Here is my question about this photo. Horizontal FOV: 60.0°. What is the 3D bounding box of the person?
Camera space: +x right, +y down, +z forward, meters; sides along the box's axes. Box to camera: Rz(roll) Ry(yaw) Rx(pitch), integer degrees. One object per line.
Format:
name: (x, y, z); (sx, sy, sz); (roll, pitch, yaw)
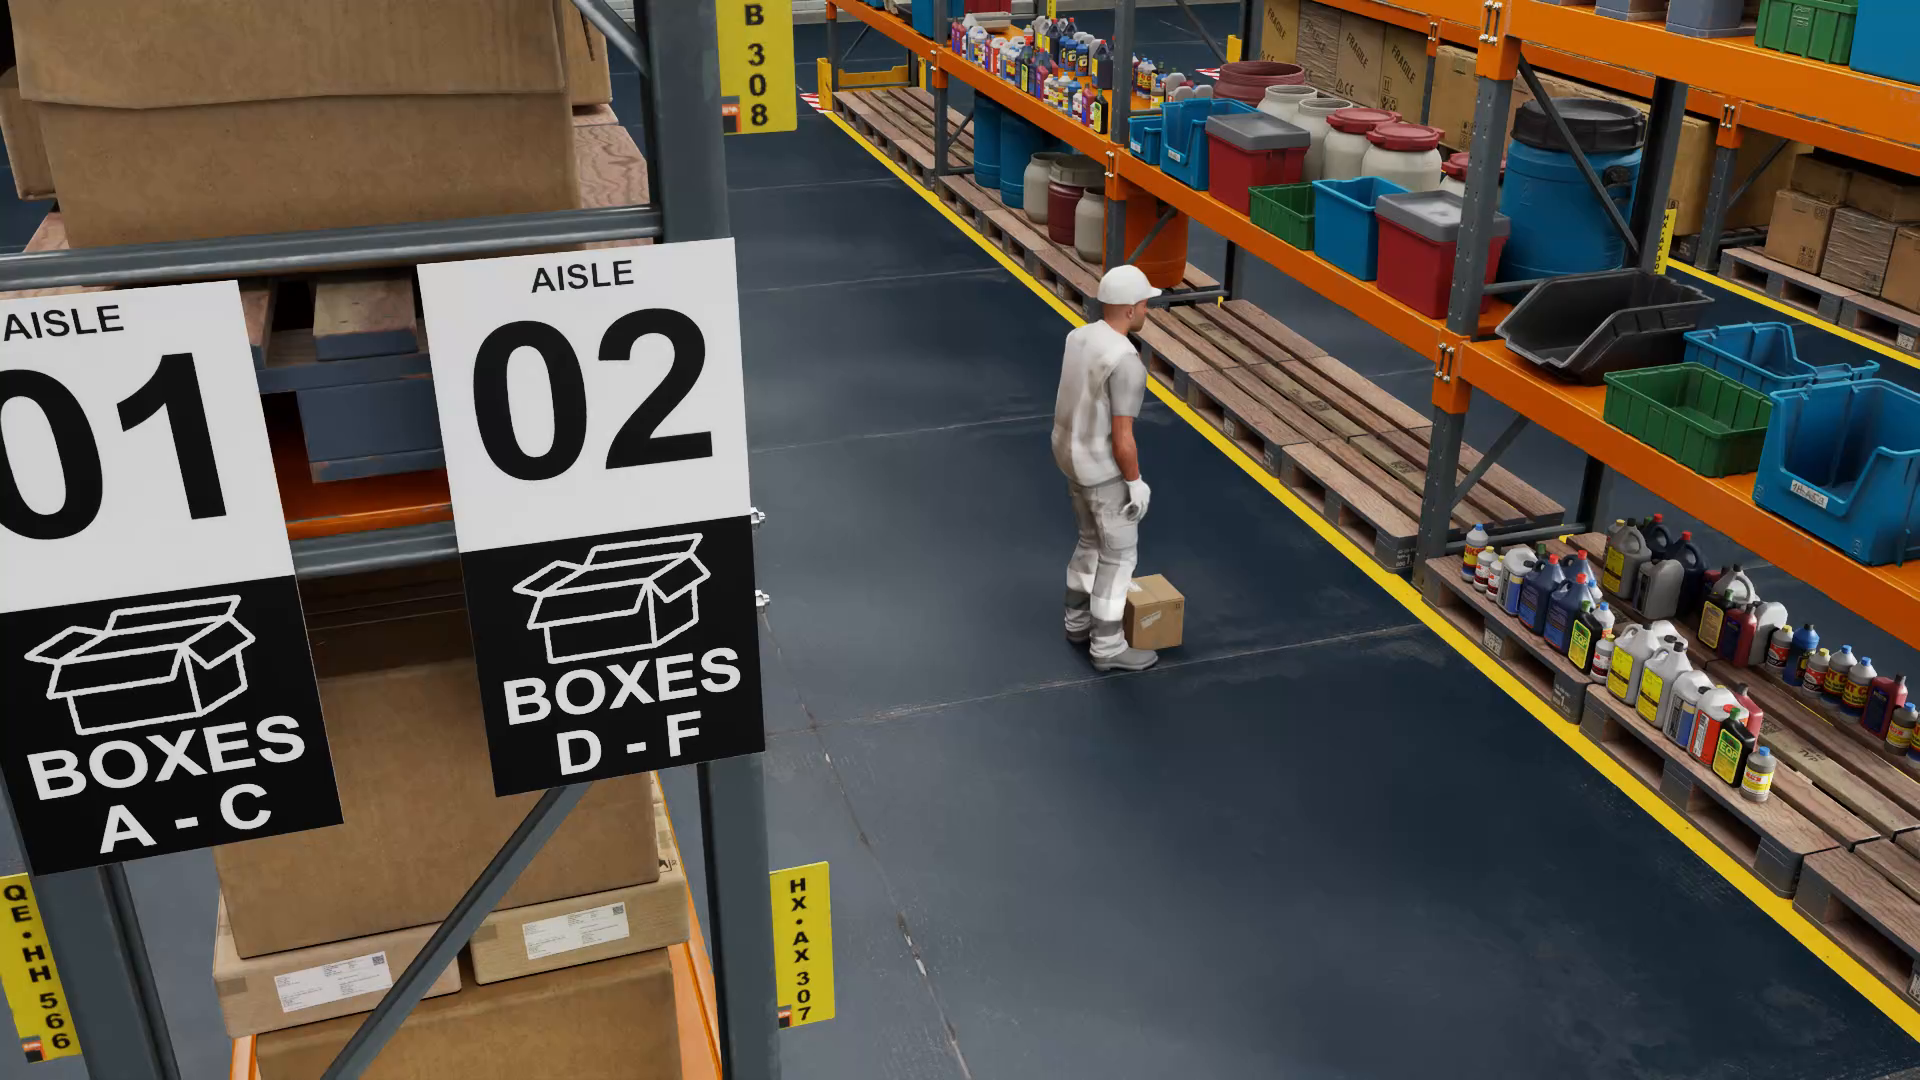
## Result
person: (0.641, -0.316, 7.243); (0.451, 1.778, 0.582); (-10, 28, -19)
